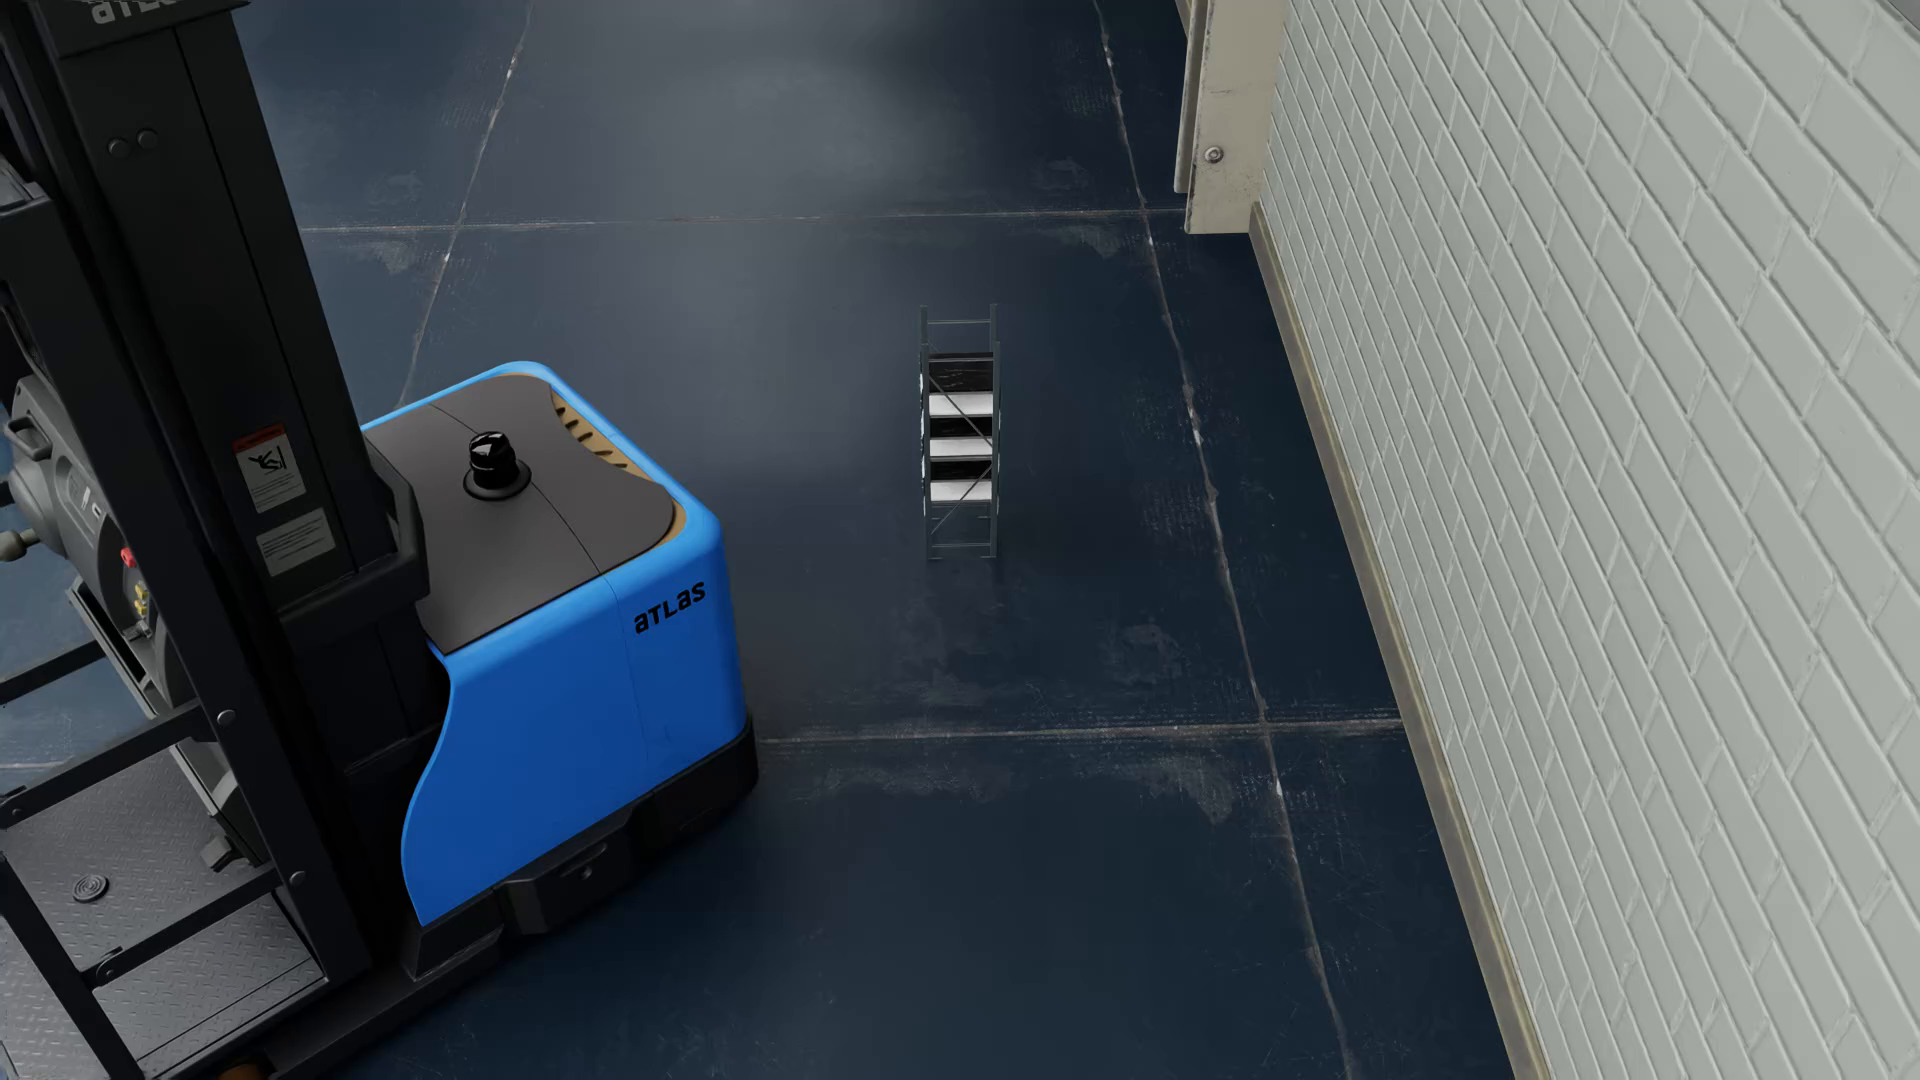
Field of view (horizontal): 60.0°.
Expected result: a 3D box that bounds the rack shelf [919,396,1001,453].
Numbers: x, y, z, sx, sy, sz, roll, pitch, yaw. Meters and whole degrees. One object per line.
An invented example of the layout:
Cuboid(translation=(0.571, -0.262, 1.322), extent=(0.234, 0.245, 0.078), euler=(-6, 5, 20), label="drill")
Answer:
Cuboid(translation=(0.000, -0.379, 5.414), extent=(0.258, 0.077, 0.200), euler=(-2, 43, -2), label="rack shelf")

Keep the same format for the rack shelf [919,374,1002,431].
Cuboid(translation=(0.000, -0.445, 5.353), extent=(0.258, 0.077, 0.200), euler=(-2, 43, -2), label="rack shelf")

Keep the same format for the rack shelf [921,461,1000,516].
Cuboid(translation=(0.000, -0.180, 5.596), extent=(0.258, 0.077, 0.200), euler=(-2, 43, -2), label="rack shelf")

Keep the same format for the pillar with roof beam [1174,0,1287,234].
Cuboid(translation=(-3.177, -4.658, 4.172), extent=(9.100, 9.000, 0.400), euler=(-2, 43, -2), label="pillar with roof beam")

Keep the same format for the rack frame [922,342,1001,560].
Cuboid(translation=(0.004, -0.269, 5.377), extent=(0.240, 0.900, 0.006), euler=(-2, 43, -2), label="rack frame")

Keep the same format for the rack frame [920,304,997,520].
Cuboid(translation=(-0.005, -0.406, 5.527), extent=(0.240, 0.900, 0.006), euler=(-2, 43, -2), label="rack frame")

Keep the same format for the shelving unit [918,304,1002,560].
Cuboid(translation=(0.000, -0.337, 5.452), extent=(0.258, 0.900, 0.210), euler=(-2, 43, -2), label="shelving unit")

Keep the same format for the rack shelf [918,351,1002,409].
Cuboid(translation=(0.000, -0.512, 5.292), extent=(0.258, 0.077, 0.200), euler=(-2, 43, -2), label="rack shelf")

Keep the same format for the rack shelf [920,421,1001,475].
Cuboid(translation=(0.000, -0.313, 5.474), extent=(0.258, 0.077, 0.200), euler=(-2, 43, -2), label="rack shelf")

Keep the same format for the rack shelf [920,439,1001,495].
Cuboid(translation=(0.000, -0.246, 5.535), extent=(0.258, 0.077, 0.200), euler=(-2, 43, -2), label="rack shelf")

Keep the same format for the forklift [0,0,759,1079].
Cuboid(translation=(-2.039, 0.069, 3.506), extent=(3.031, 2.935, 1.130), euler=(-30, 50, -29), label="forklift")
